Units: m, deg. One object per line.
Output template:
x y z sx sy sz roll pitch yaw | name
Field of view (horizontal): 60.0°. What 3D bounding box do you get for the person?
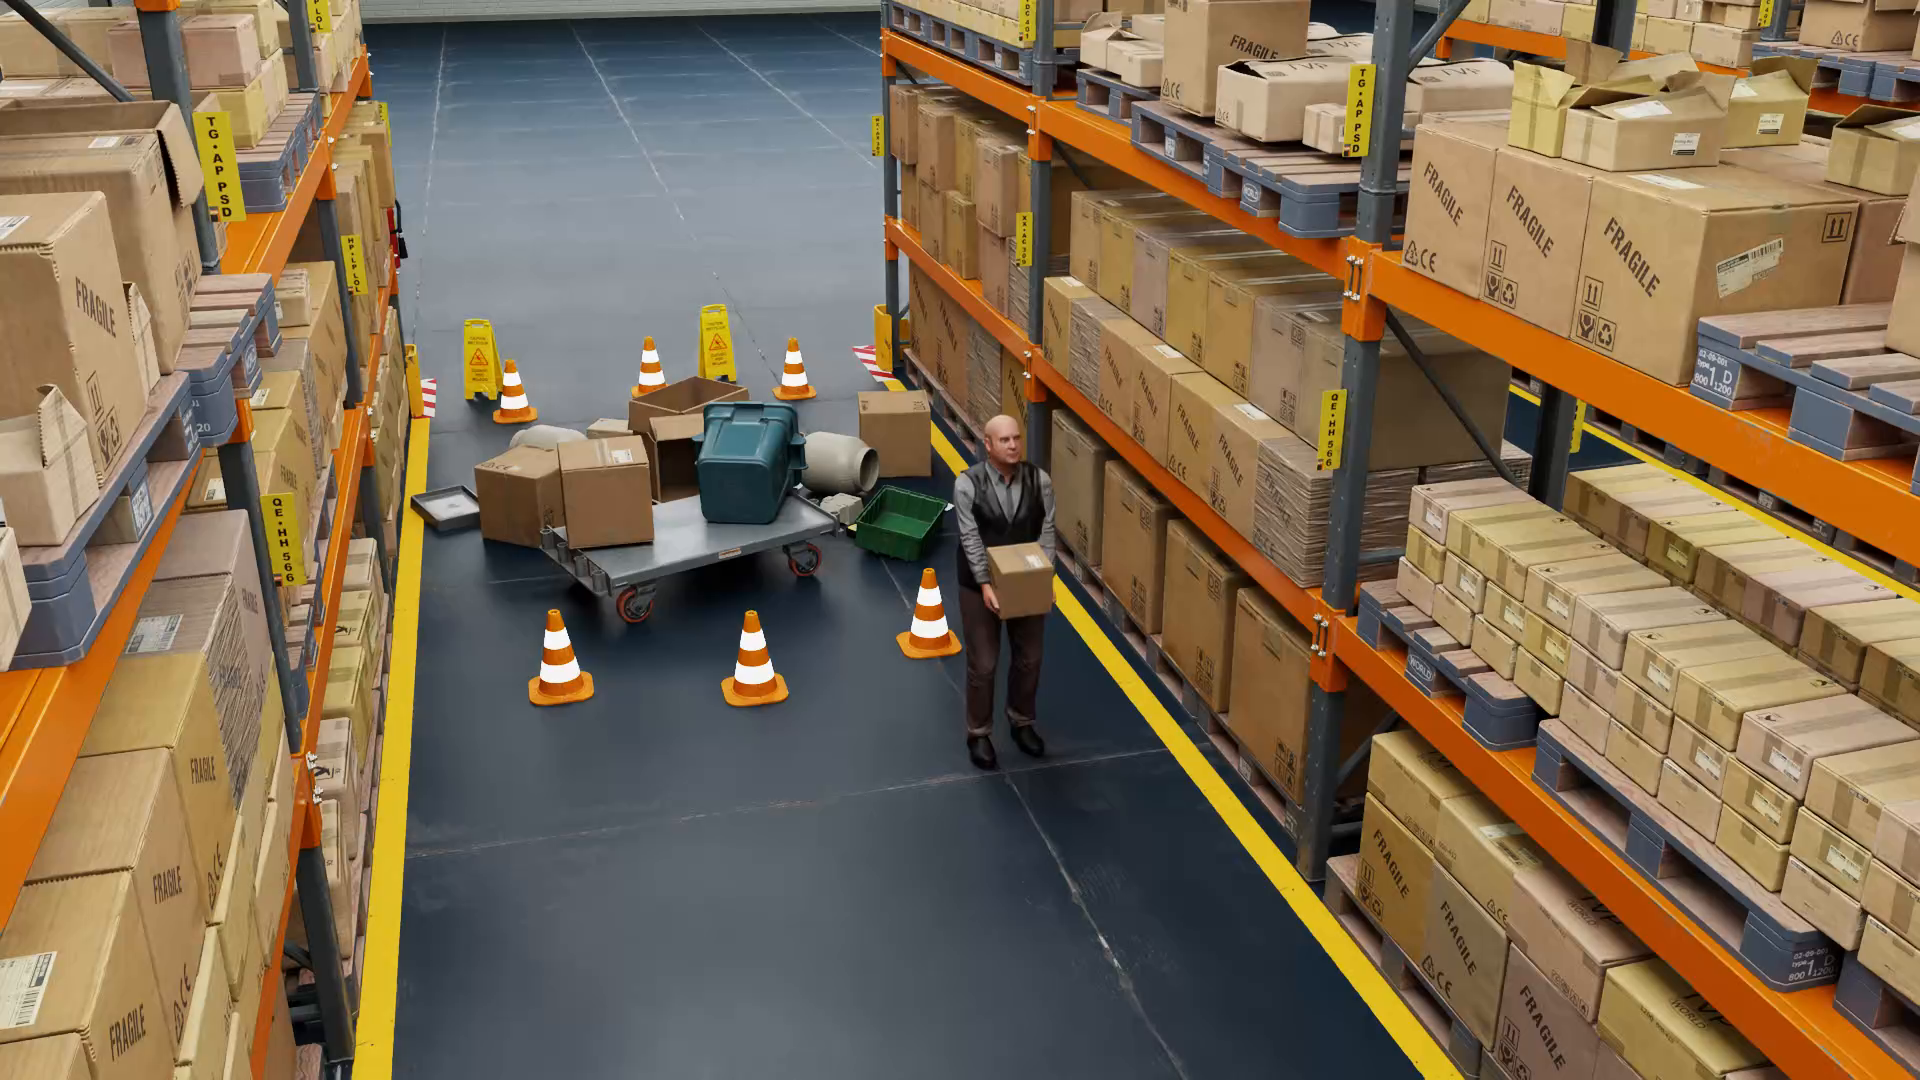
0.241 0.274 8.006 0.499 1.583 0.554 -6 24 -15 | person
